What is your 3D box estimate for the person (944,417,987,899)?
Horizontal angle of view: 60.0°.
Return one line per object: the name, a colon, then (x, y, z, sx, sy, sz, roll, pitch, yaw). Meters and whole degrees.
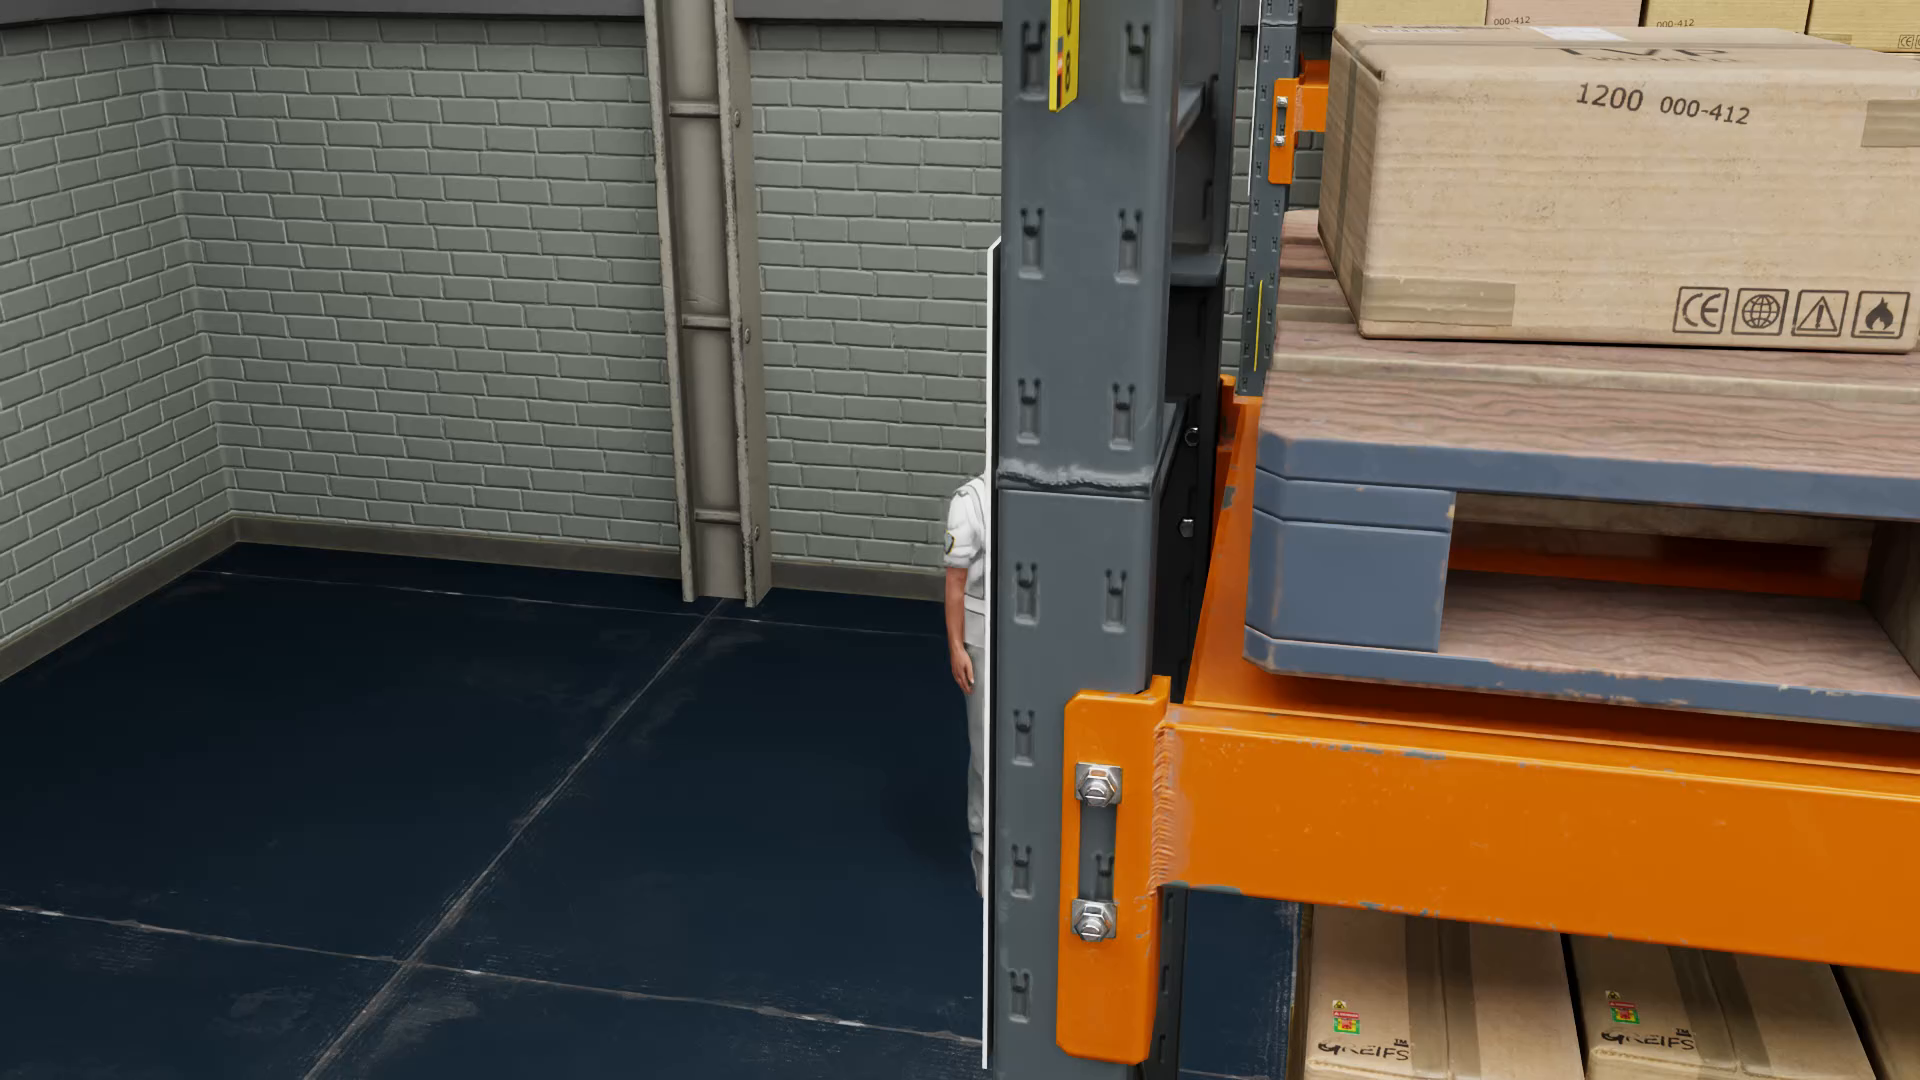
person: (0.234, 0.408, 6.074, 0.555, 1.807, 0.546, -11, 24, -26)
